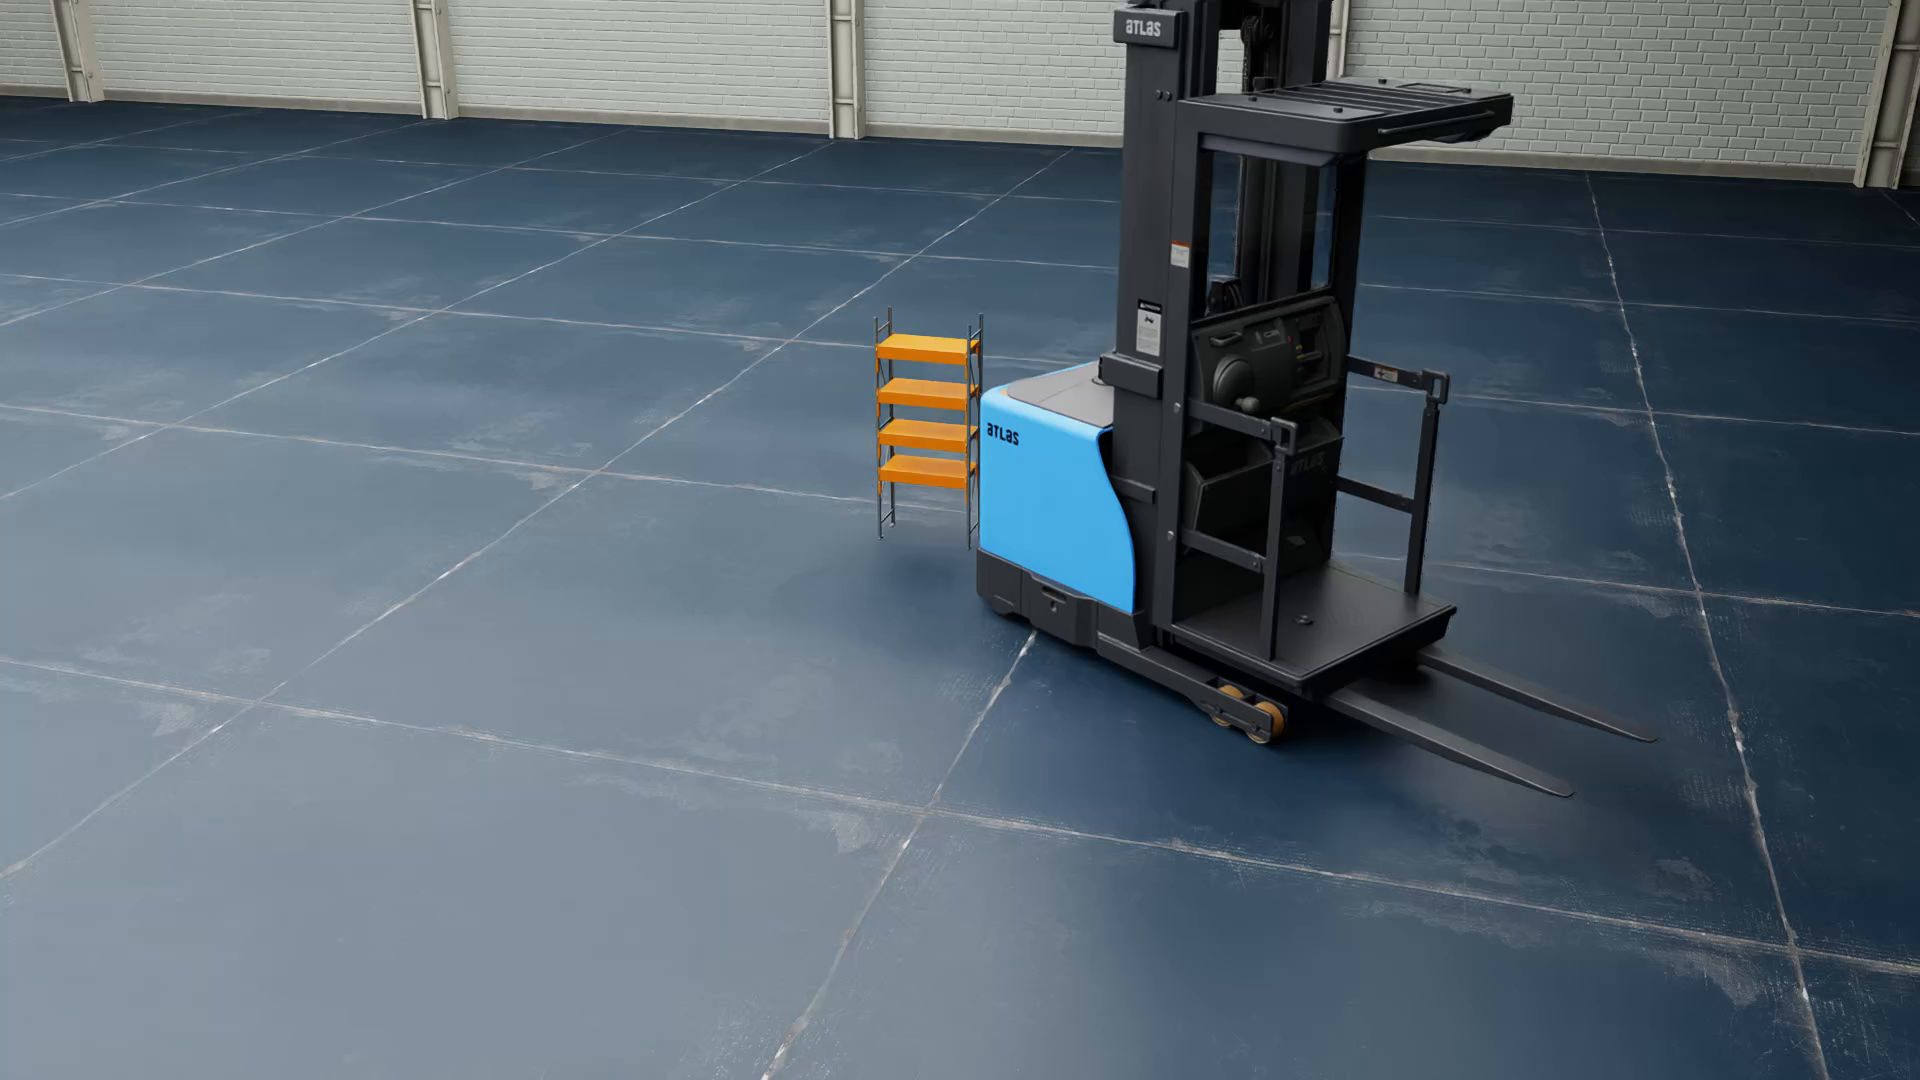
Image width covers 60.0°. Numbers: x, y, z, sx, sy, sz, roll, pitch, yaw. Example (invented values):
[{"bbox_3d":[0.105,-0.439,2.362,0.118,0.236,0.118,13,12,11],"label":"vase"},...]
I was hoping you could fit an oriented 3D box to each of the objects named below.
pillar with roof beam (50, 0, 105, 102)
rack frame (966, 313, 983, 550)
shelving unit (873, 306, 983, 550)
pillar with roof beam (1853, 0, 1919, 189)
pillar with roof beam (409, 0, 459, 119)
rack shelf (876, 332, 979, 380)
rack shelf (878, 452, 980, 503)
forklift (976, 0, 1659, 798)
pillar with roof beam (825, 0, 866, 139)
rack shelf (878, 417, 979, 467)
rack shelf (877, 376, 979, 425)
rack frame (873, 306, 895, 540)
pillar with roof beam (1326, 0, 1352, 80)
[{"bbox_3d":[-14.177,-9.119,19.143,0.400,9.000,9.100,7,23,16],"label":"pillar with roof beam"},{"bbox_3d":[0.075,-0.547,8.521,0.015,1.200,0.240,7,23,16],"label":"rack frame"},{"bbox_3d":[-0.158,-0.573,8.587,0.503,1.200,0.258,7,23,16],"label":"shelving unit"},{"bbox_3d":[8.799,-6.488,12.729,0.400,9.000,9.100,7,23,16],"label":"pillar with roof beam"},{"bbox_3d":[-8.433,-8.461,17.539,0.400,9.000,9.100,7,23,16],"label":"pillar with roof beam"},{"bbox_3d":[-0.158,-0.937,8.437,0.480,0.148,0.258,7,23,16],"label":"rack shelf"},{"bbox_3d":[-0.158,-0.327,8.687,0.480,0.148,0.258,7,23,16],"label":"rack shelf"},{"bbox_3d":[1.424,-0.746,6.727,1.130,2.935,3.031,-18,29,-38],"label":"forklift"},{"bbox_3d":[-2.689,-7.803,15.936,0.400,9.000,9.100,7,23,16],"label":"pillar with roof beam"},{"bbox_3d":[-0.158,-0.511,8.612,0.480,0.148,0.258,7,23,16],"label":"rack shelf"},{"bbox_3d":[-0.158,-0.718,8.527,0.480,0.148,0.258,7,23,16],"label":"rack shelf"},{"bbox_3d":[-0.392,-0.600,8.652,0.015,1.200,0.240,7,23,16],"label":"rack frame"},{"bbox_3d":[3.055,-7.146,14.332,0.400,9.000,9.100,7,23,16],"label":"pillar with roof beam"}]
